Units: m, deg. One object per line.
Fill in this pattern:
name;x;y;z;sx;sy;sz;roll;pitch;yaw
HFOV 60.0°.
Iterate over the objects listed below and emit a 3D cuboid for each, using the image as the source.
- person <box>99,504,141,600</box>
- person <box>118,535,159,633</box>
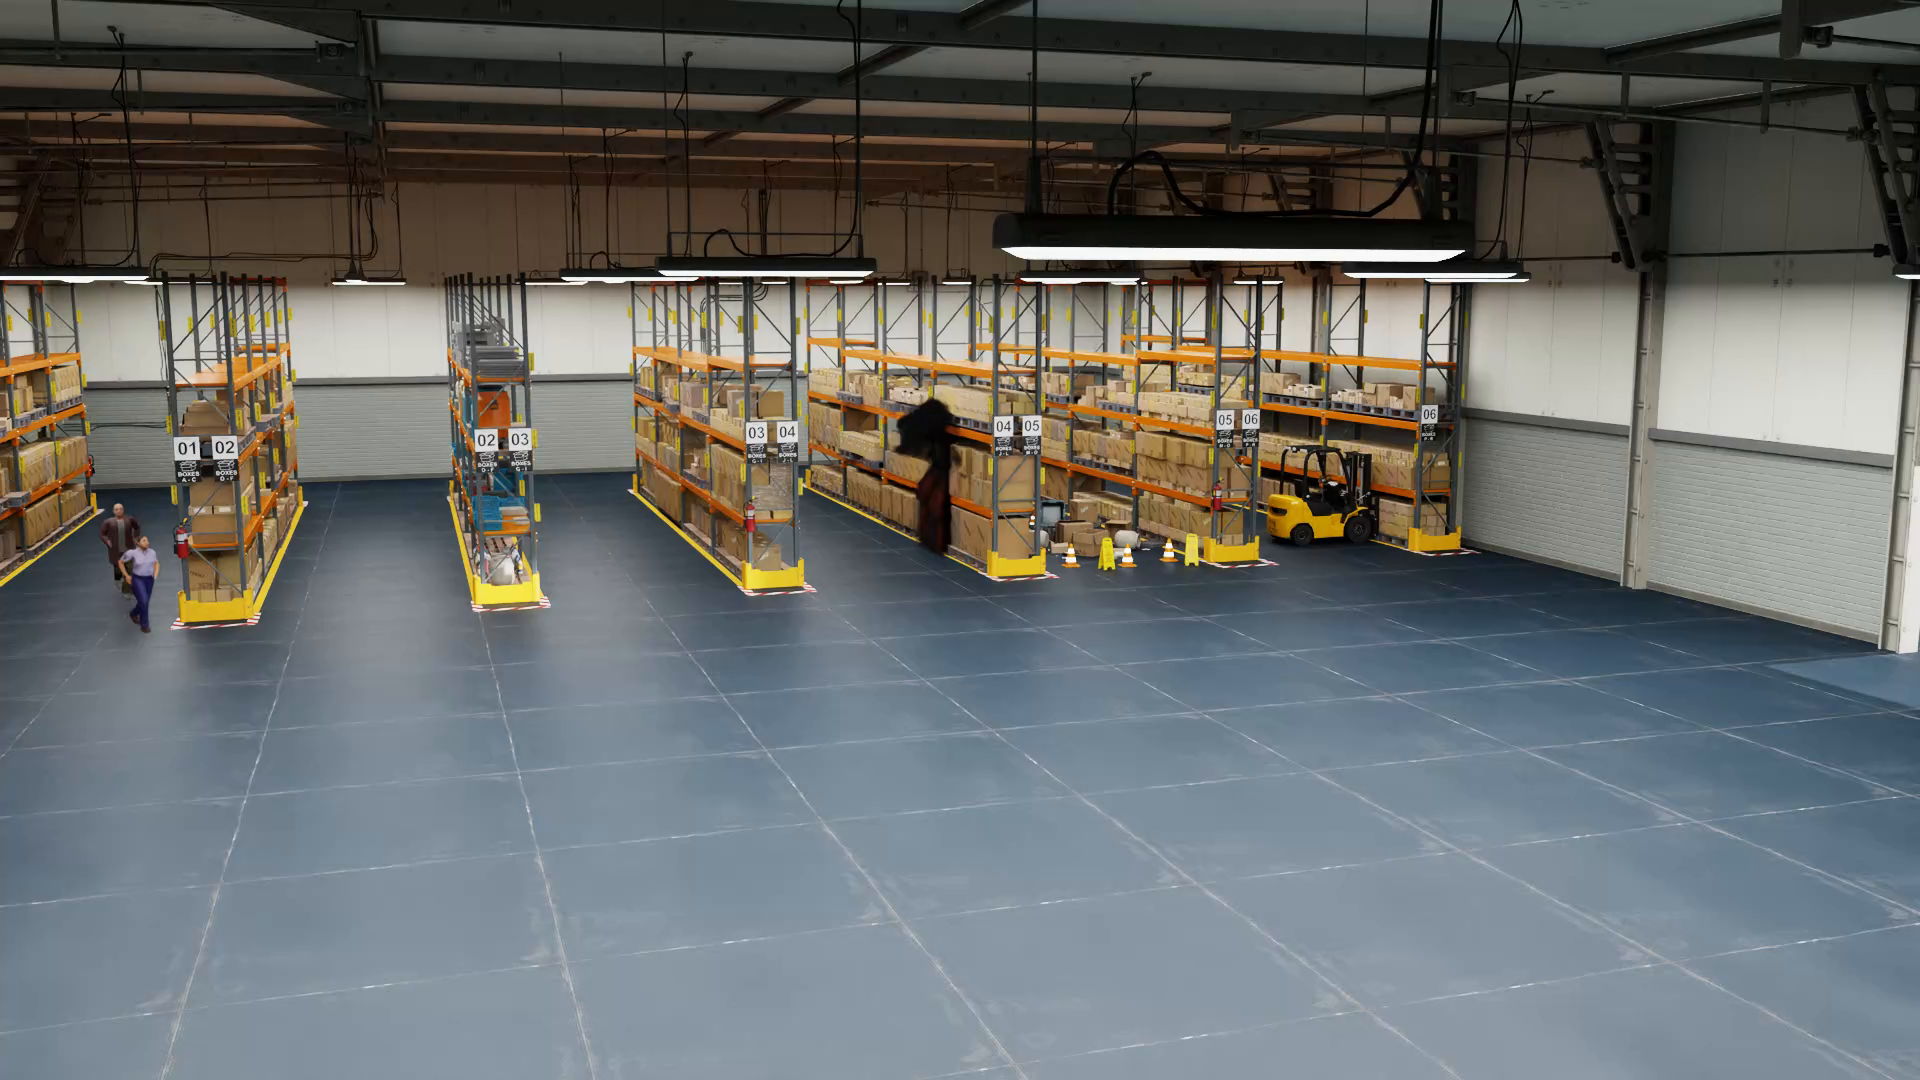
person;-15.626;0.197;31.010;0.711;1.764;0.918;-5;10;-31
person;-13.847;0.742;28.083;0.813;1.688;0.627;5;10;31
